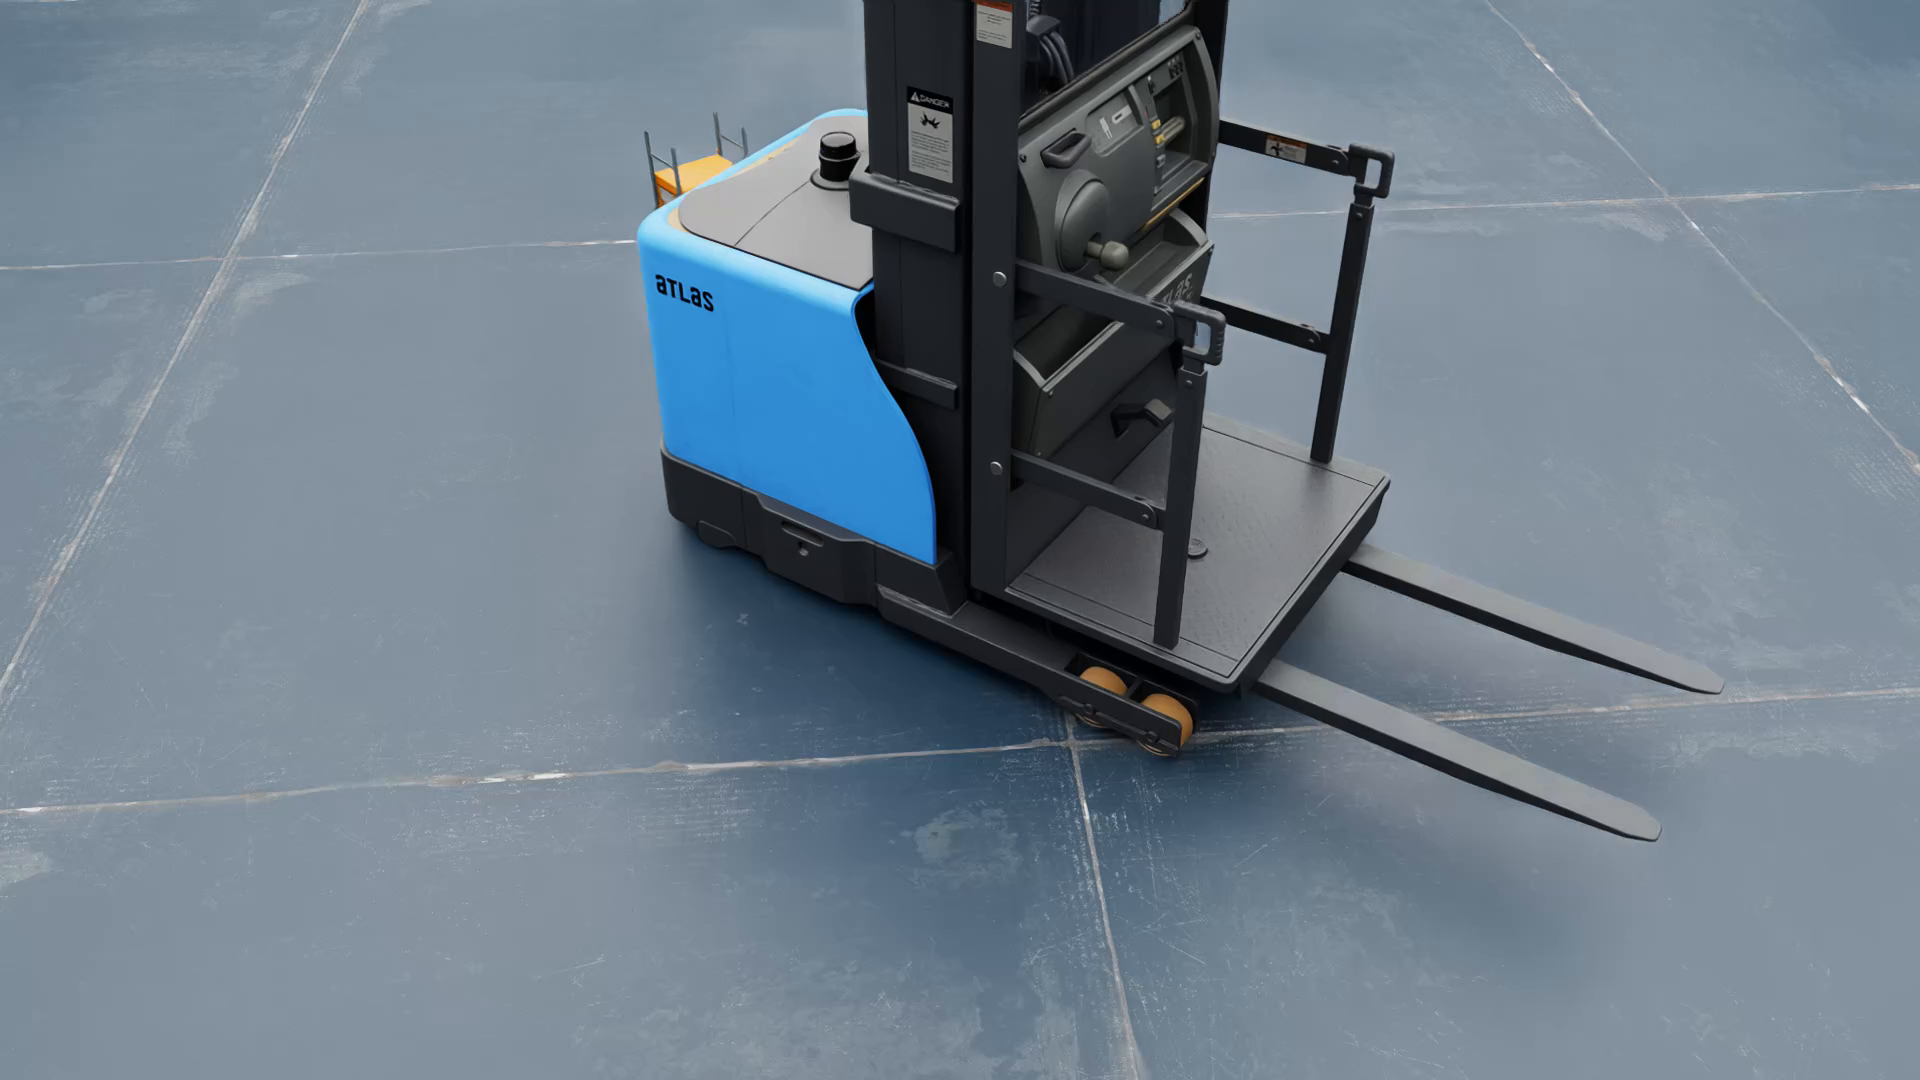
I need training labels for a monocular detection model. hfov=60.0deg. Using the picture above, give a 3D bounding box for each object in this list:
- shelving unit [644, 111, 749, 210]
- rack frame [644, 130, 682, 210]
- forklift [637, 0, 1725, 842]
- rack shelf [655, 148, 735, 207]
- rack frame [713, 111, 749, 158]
[{"bbox_3d":[-0.799,-0.841,5.454,0.252,1.050,0.215,-24,39,-27],"label":"shelving unit"},{"bbox_3d":[-0.898,-0.797,5.399,0.008,1.050,0.200,-24,39,-27],"label":"rack frame"},{"bbox_3d":[0.585,-0.944,4.081,3.031,2.935,1.130,22,43,26],"label":"forklift"},{"bbox_3d":[-0.812,-1.066,5.301,0.240,0.259,0.215,-24,39,-27],"label":"rack shelf"},{"bbox_3d":[-0.699,-0.884,5.510,0.008,1.050,0.200,-24,39,-27],"label":"rack frame"}]
